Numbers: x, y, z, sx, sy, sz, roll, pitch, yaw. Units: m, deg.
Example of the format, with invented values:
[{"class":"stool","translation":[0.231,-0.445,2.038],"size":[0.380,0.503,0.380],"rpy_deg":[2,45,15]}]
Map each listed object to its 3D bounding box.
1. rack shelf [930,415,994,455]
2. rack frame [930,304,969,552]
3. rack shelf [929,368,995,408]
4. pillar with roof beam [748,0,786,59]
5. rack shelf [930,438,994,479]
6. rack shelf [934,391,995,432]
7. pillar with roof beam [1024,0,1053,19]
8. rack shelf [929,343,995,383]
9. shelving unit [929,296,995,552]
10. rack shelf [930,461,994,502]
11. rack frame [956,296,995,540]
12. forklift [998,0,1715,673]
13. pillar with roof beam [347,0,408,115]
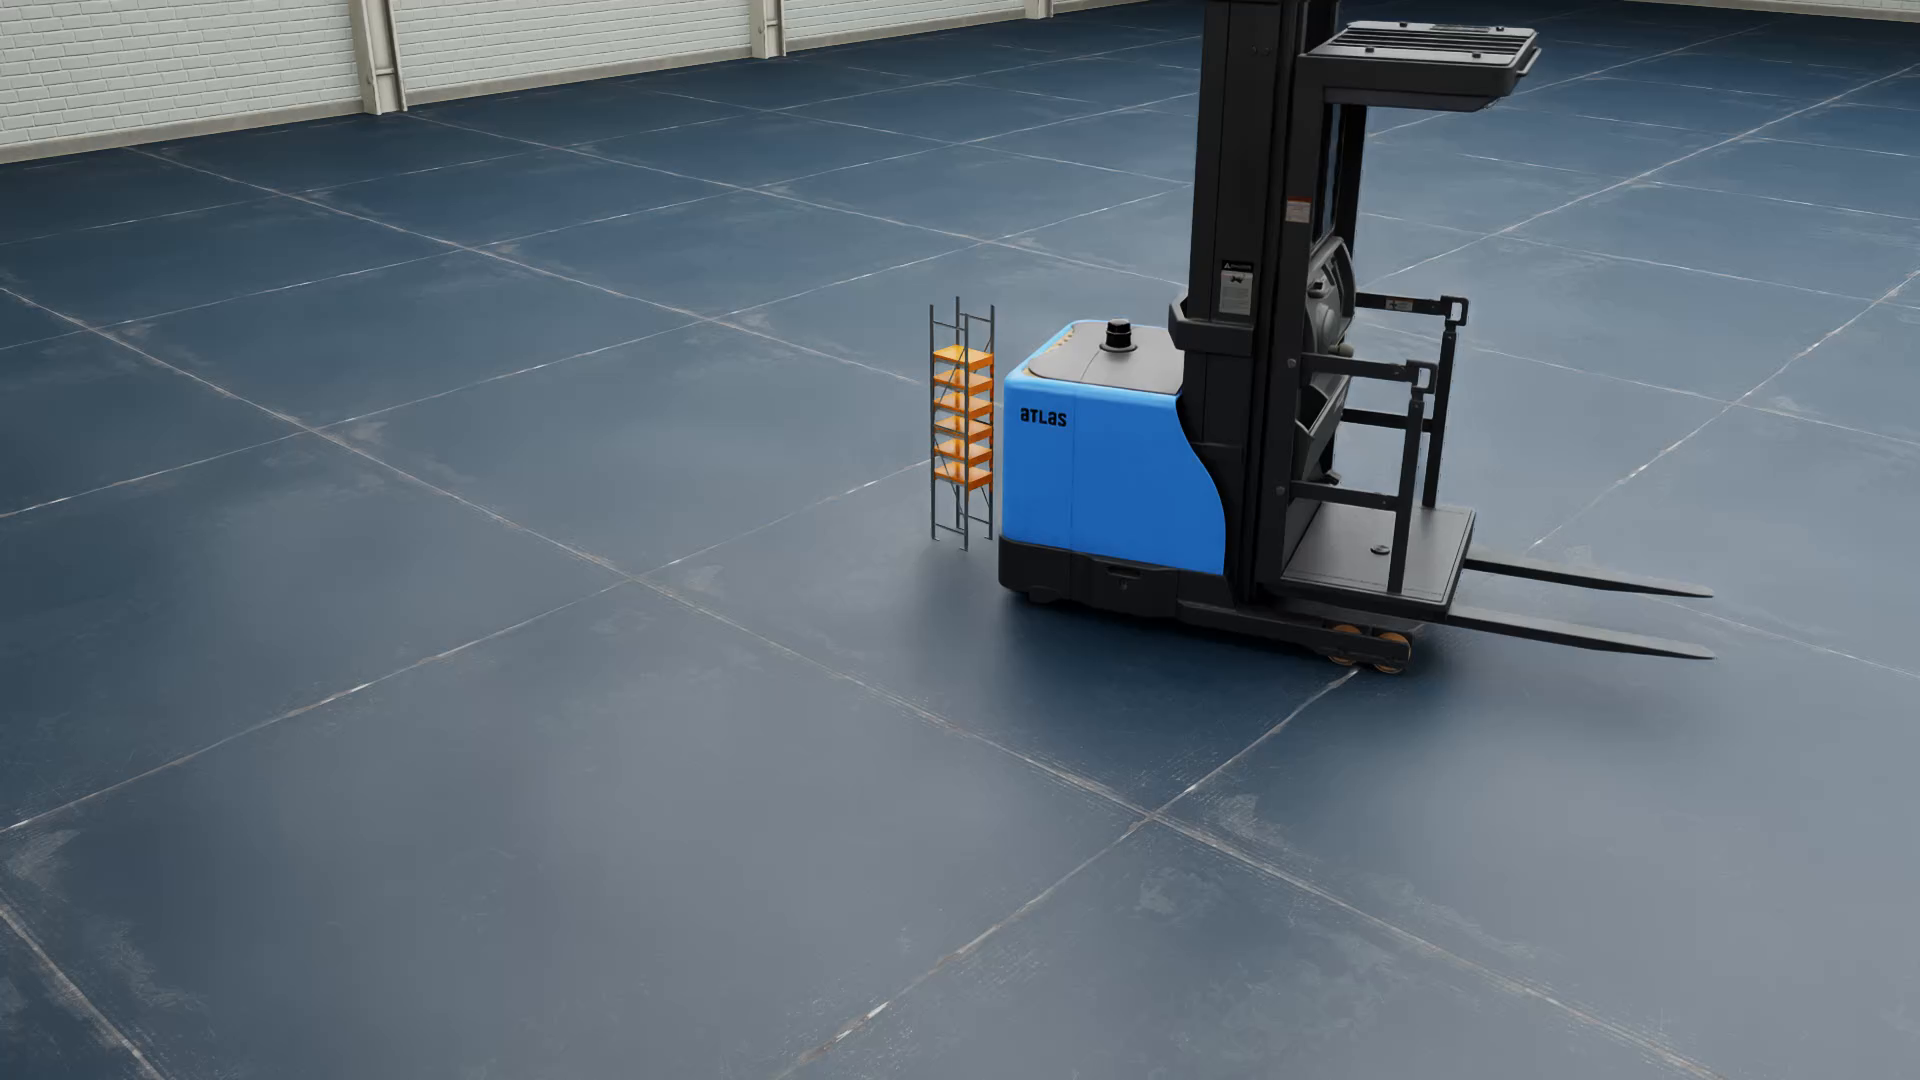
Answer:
[{"class":"rack shelf","translation":[0.010,-0.511,8.033],"size":[0.258,0.103,0.180],"rpy_deg":[20,31,38]},{"class":"rack frame","translation":[-0.051,-0.524,7.952],"size":[0.240,1.200,0.006],"rpy_deg":[20,31,38]},{"class":"rack shelf","translation":[0.010,-0.730,7.934],"size":[0.258,0.103,0.180],"rpy_deg":[20,31,38]},{"class":"pillar with roof beam","translation":[0.502,-9.767,19.035],"size":[9.100,9.000,0.400],"rpy_deg":[20,31,38]},{"class":"rack shelf","translation":[0.010,-0.402,8.082],"size":[0.258,0.103,0.180],"rpy_deg":[20,31,38]},{"class":"rack shelf","translation":[0.010,-0.621,7.983],"size":[0.258,0.103,0.180],"rpy_deg":[20,31,38]},{"class":"pillar with roof beam","translation":[4.506,-11.595,23.112],"size":[9.100,9.000,0.400],"rpy_deg":[20,31,38]},{"class":"rack shelf","translation":[0.010,-0.840,7.885],"size":[0.258,0.103,0.180],"rpy_deg":[20,31,38]},{"class":"shelving unit","translation":[0.010,-0.552,8.014],"size":[0.258,1.200,0.189],"rpy_deg":[20,31,38]},{"class":"rack shelf","translation":[0.010,-0.292,8.131],"size":[0.258,0.103,0.180],"rpy_deg":[20,31,38]},{"class":"rack frame","translation":[0.071,-0.580,8.077],"size":[0.240,1.200,0.006],"rpy_deg":[20,31,38]},{"class":"forklift","translation":[1.744,-1.023,6.950],"size":[3.031,2.935,1.130],"rpy_deg":[10,26,20]},{"class":"pillar with roof beam","translation":[-3.503,-7.939,14.958],"size":[9.100,9.000,0.400],"rpy_deg":[20,31,38]}]
